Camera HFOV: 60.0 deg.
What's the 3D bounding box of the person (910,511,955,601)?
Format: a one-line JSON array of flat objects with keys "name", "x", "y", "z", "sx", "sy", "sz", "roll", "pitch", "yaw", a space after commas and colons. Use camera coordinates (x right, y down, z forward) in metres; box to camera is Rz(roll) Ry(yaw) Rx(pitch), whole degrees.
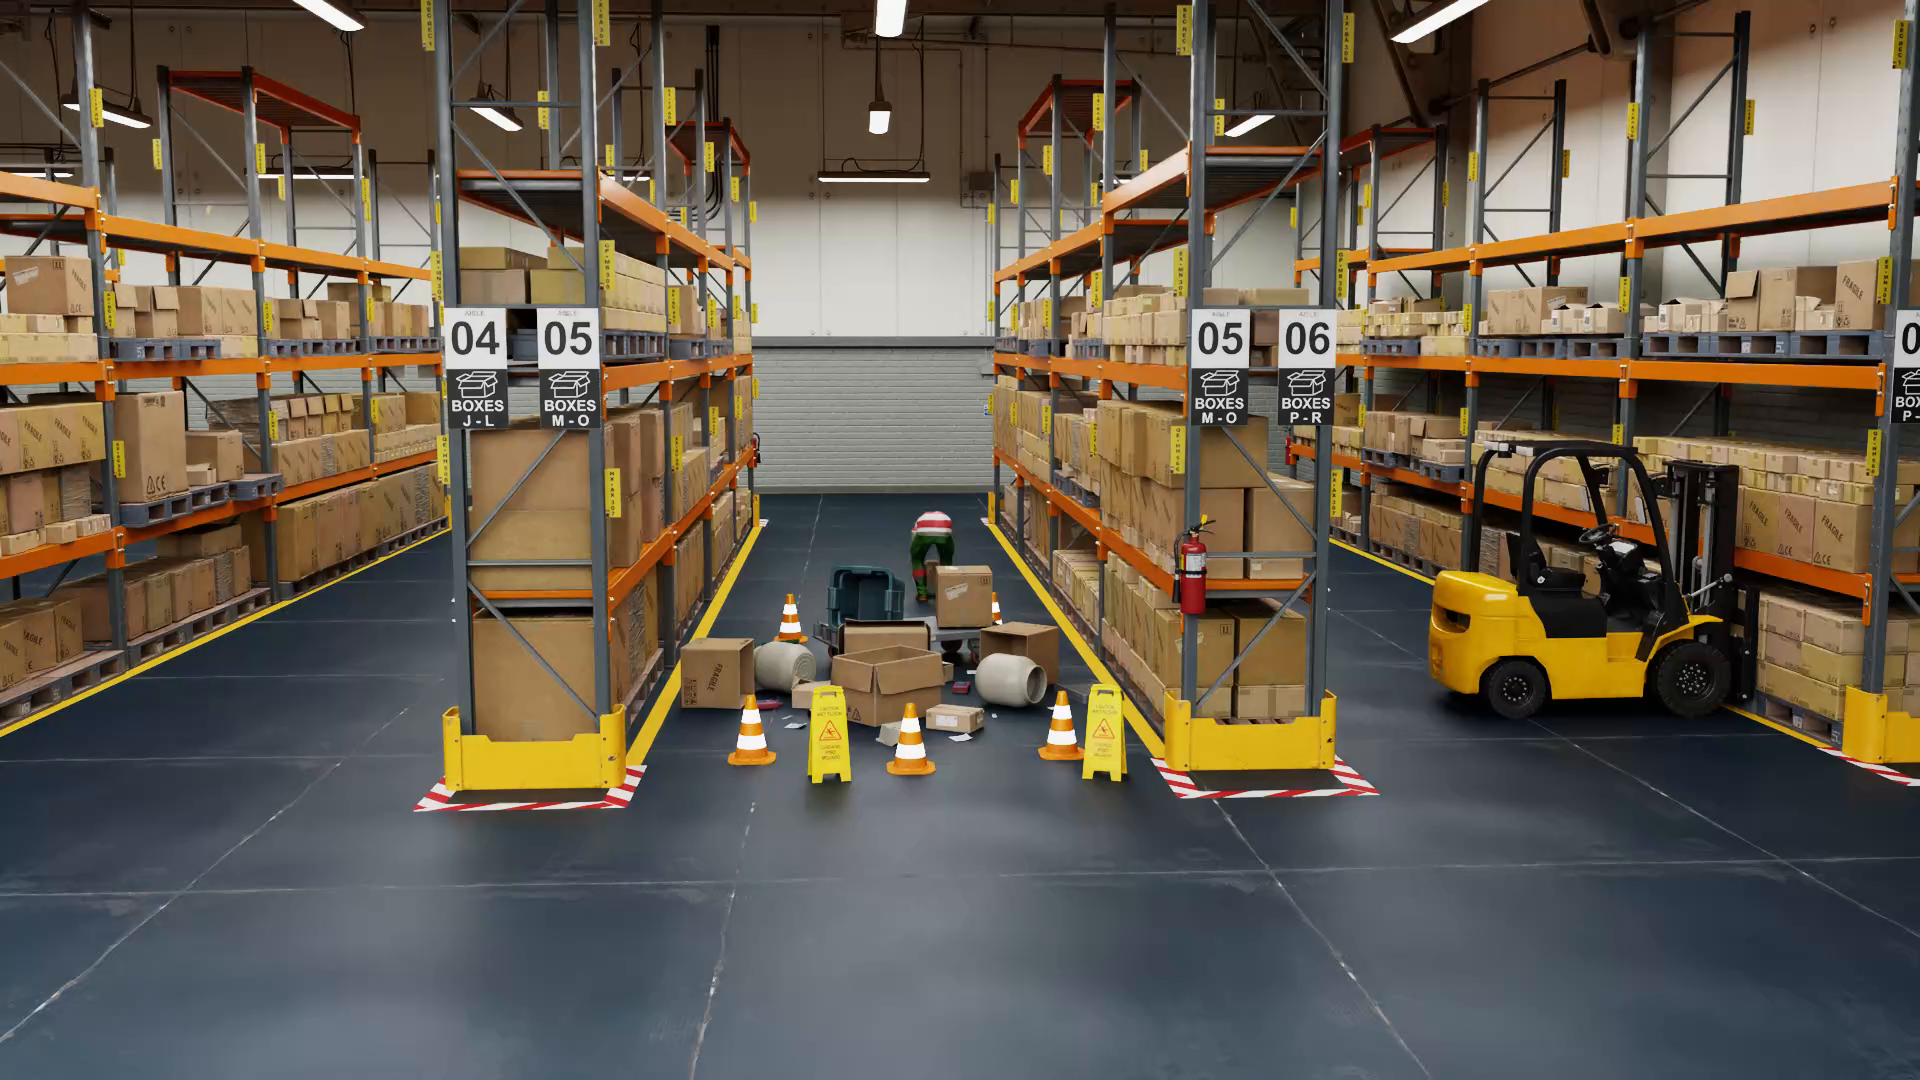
[{"name": "person", "x": -0.338, "y": 0.158, "z": 19.478, "sx": 0.522, "sy": 1.036, "sz": 0.957, "roll": -1, "pitch": 7, "yaw": -6}]
